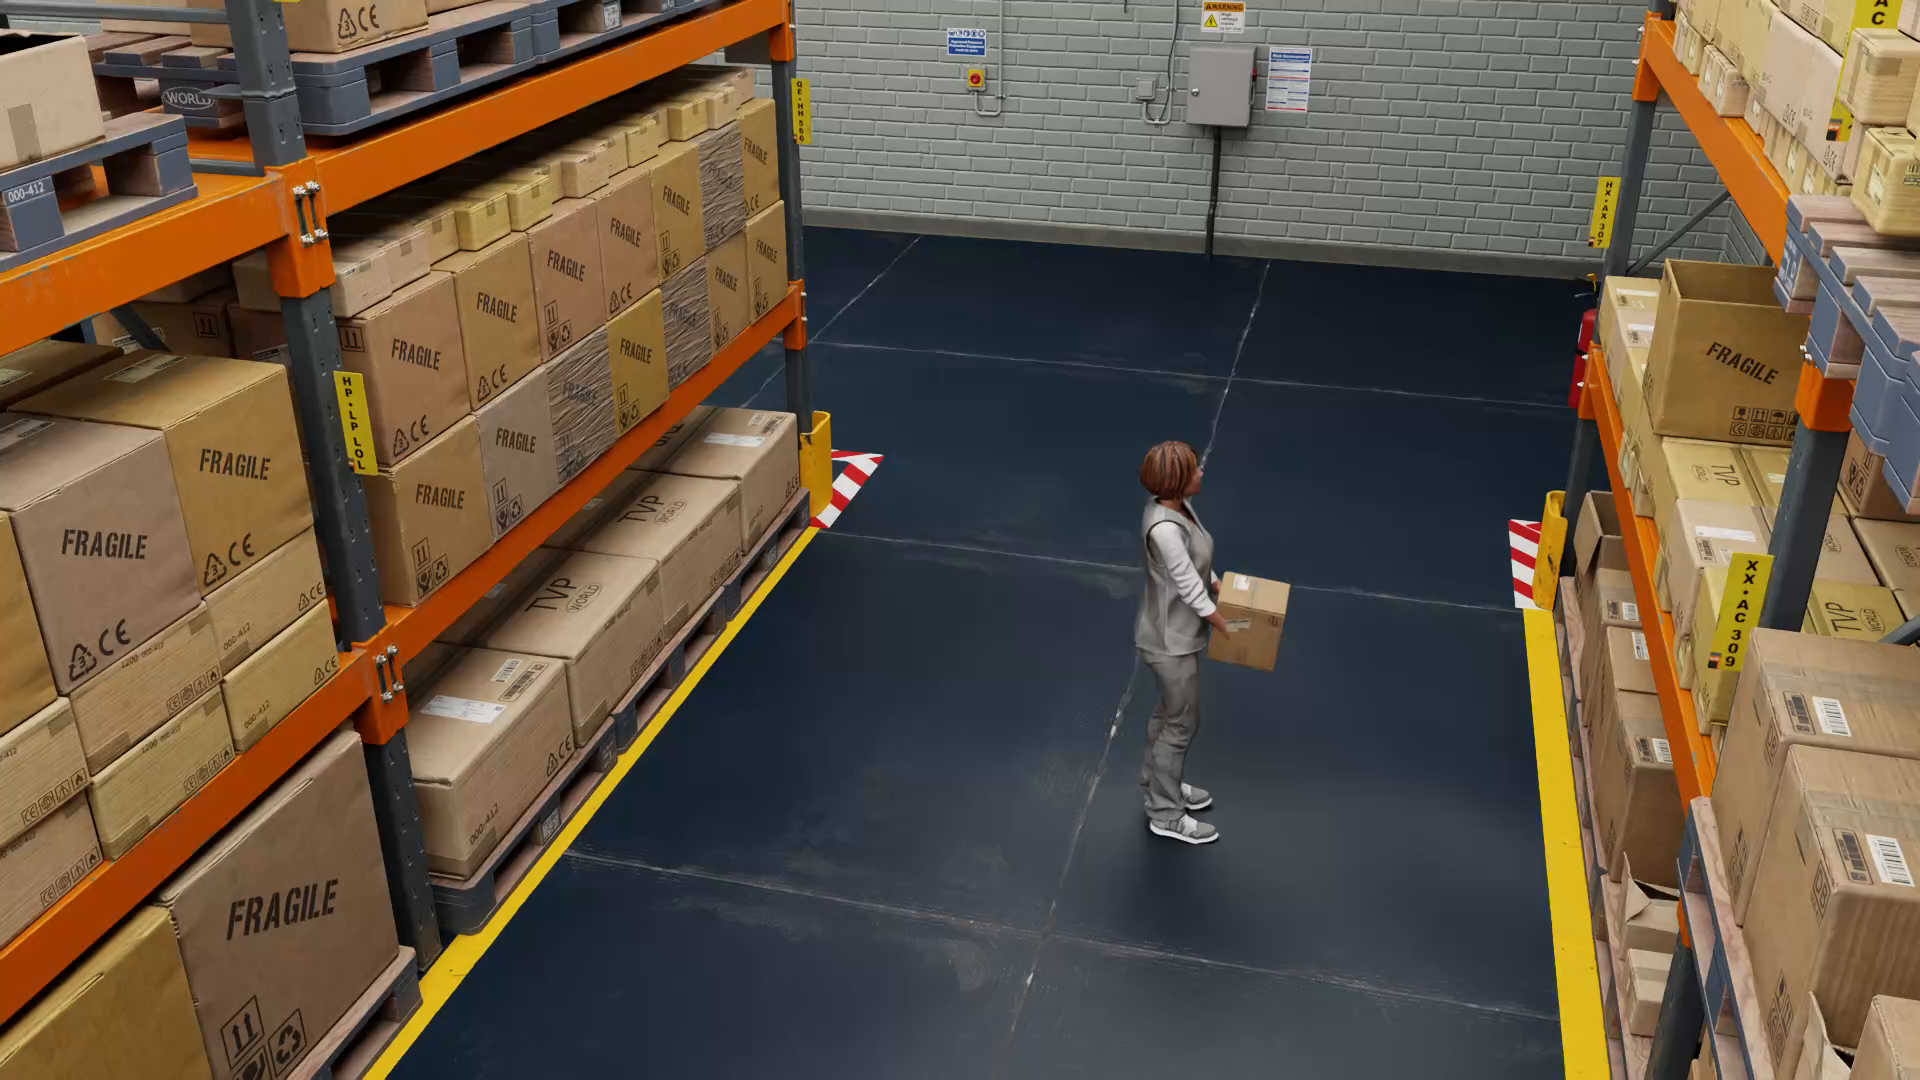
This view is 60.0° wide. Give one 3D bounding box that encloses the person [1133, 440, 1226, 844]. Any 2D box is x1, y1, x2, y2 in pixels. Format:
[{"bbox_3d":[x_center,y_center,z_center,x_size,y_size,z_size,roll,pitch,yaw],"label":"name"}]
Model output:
[{"bbox_3d":[0.890,0.377,6.332,0.473,1.599,0.428,3,26,6],"label":"person"}]
